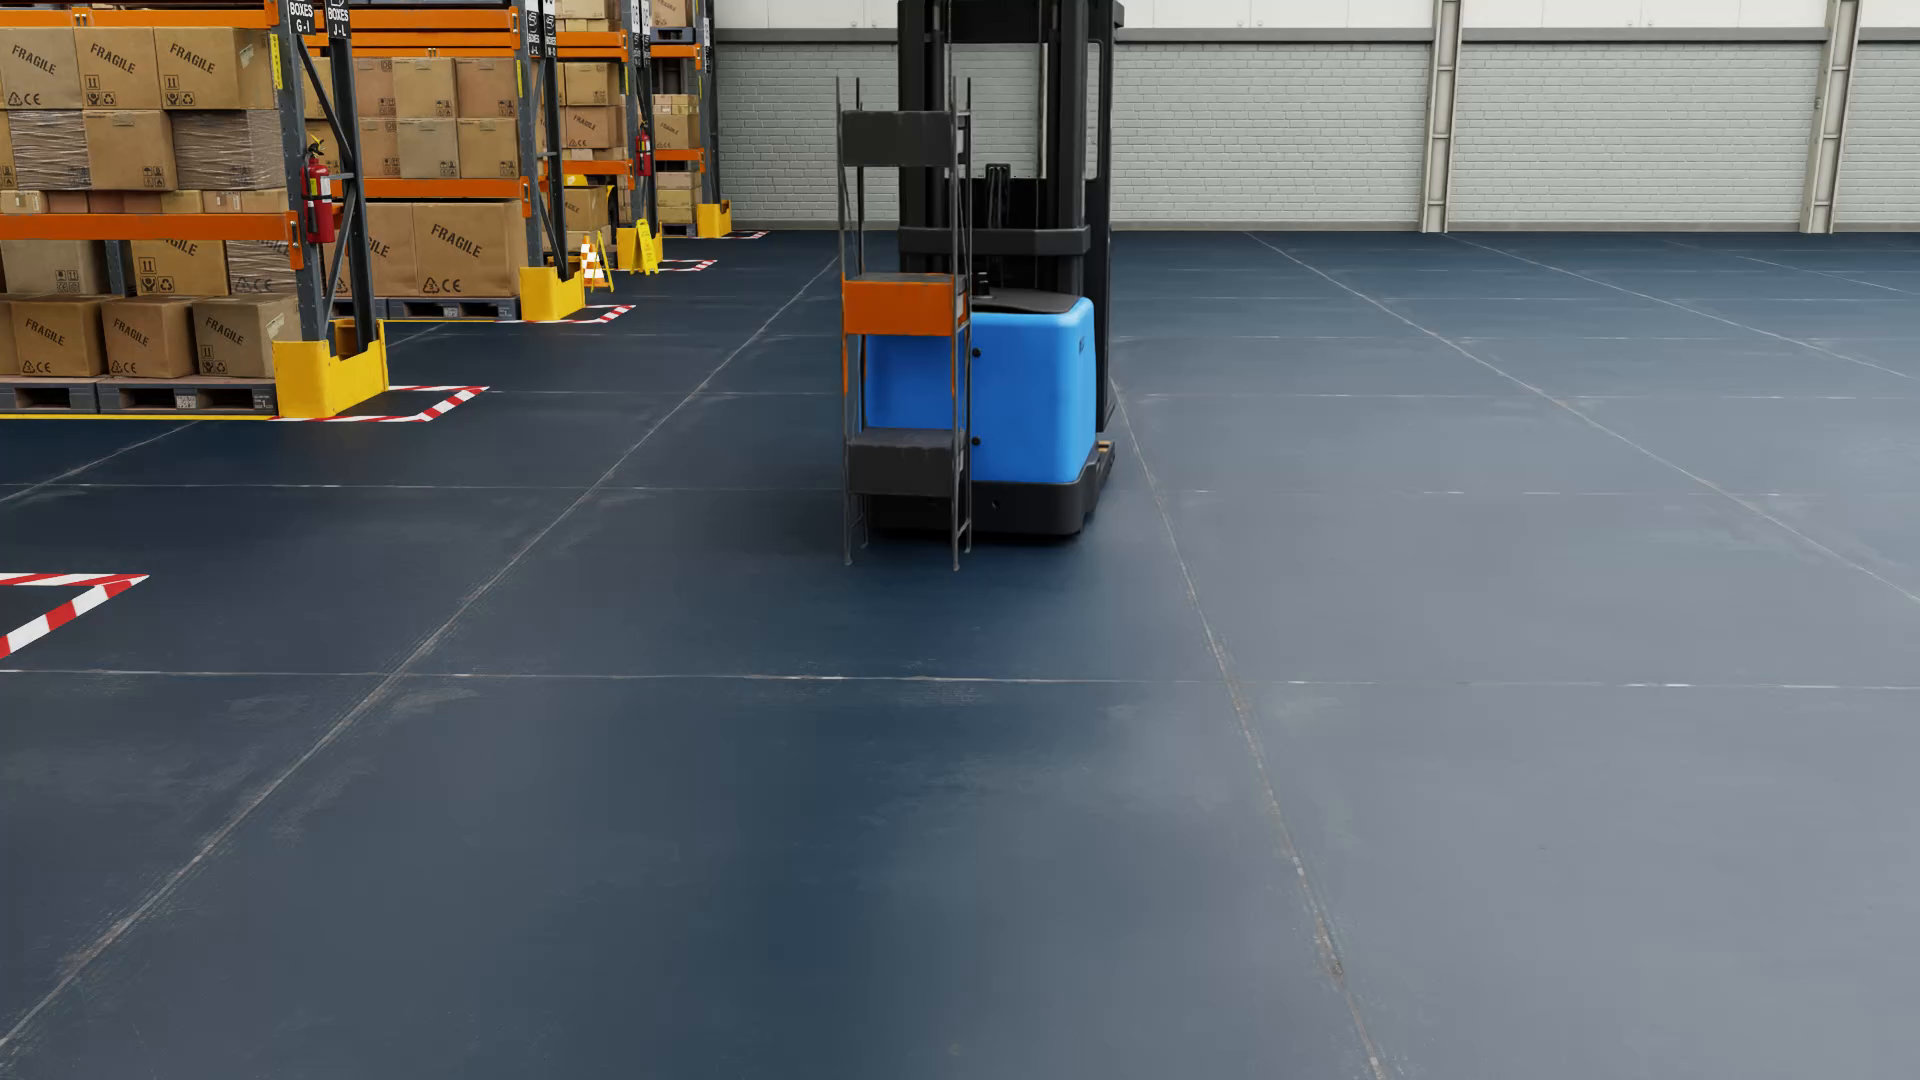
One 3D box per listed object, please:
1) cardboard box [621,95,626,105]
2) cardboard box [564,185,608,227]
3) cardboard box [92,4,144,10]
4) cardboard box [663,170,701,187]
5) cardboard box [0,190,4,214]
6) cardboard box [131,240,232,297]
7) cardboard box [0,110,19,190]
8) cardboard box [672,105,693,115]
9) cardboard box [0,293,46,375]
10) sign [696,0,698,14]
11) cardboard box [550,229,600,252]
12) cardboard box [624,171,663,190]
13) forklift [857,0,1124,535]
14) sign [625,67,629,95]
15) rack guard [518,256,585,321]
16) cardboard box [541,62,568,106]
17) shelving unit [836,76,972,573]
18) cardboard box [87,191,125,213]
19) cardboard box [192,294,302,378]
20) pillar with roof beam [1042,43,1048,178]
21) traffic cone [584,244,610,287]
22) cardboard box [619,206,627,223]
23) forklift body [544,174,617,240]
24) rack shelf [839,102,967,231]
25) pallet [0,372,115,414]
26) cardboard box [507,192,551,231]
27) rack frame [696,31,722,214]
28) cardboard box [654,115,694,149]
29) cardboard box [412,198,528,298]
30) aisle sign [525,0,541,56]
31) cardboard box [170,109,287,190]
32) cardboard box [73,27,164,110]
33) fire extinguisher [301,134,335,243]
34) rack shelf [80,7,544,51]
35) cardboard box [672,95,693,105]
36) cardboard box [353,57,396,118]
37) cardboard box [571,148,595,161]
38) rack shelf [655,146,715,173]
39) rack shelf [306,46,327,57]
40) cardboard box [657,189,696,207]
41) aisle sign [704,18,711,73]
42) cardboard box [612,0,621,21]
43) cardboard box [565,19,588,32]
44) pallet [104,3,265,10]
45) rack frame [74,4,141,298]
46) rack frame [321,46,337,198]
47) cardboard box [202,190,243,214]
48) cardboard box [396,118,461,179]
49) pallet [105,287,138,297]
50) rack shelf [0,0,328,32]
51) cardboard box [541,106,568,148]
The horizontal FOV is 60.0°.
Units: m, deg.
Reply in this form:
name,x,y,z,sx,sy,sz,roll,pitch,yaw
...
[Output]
name,x,y,z,sx,sy,sz,roll,pitch,yaw
cardboard box,-4.947,-6.650,25.114,0.250,0.149,0.380,0,15,2
cardboard box,-4.773,-4.232,21.098,0.500,0.500,0.500,0,15,0
cardboard box,-10.422,-6.470,20.401,0.637,0.503,0.797,0,15,1
cardboard box,-4.303,-5.595,25.772,0.500,0.250,0.500,0,15,1
cardboard box,-6.244,-2.223,10.879,0.250,0.149,0.380,0,15,1
cardboard box,-7.347,-2.837,16.055,0.875,0.875,0.875,1,15,2
cardboard box,-6.253,-2.589,10.994,0.500,0.500,0.875,0,15,1
cardboard box,-4.181,-6.479,25.050,0.250,0.149,0.380,1,15,2
cardboard box,-6.608,-1.415,11.400,0.500,0.500,0.500,-1,15,-4
sign,-3.855,-7.888,24.398,0.005,0.325,0.100,0,15,1
cardboard box,-4.789,-3.731,20.667,0.500,0.250,0.500,0,15,1
cardboard box,-4.806,-5.468,25.294,0.500,0.250,0.500,1,15,2
forklift,0.269,-1.769,8.800,1.130,2.935,3.031,2,15,9
sign,-3.984,-5.492,19.885,0.005,0.325,0.100,0,15,1
rack guard,-3.951,-2.449,16.141,0.348,0.500,1.175,0,15,1
cardboard box,-4.972,-5.549,20.253,0.500,0.500,0.700,1,15,2
shelving unit,-0.231,-0.933,7.261,0.503,2.100,0.431,2,15,9
cardboard box,-5.493,-2.229,10.901,0.250,0.149,0.380,0,15,1
cardboard box,-4.827,-1.396,11.327,0.500,0.500,0.500,3,15,12
pillar with roof beam,1.388,-8.184,21.221,0.400,9.000,9.100,0,15,1
traffic cone,-4.101,-3.082,18.616,0.334,0.463,0.336,0,15,1
cardboard box,-5.301,-4.993,25.453,0.500,0.250,0.500,1,15,2
forklift body,-5.769,-5.323,23.799,1.214,2.155,2.313,0,15,1
rack shelf,-0.231,-1.597,7.086,0.480,0.518,0.431,2,15,9
pallet,-6.307,-1.068,11.475,1.213,0.211,1.003,0,15,1
cardboard box,-5.279,-4.098,20.588,0.500,0.500,0.500,1,15,4
rack frame,-3.827,-6.186,25.408,0.127,3.000,1.000,0,15,1
cardboard box,-4.326,-6.171,25.153,0.500,0.500,0.500,0,15,0
cardboard box,-4.655,-2.821,15.993,0.875,0.875,0.875,0,15,2
aisle sign,-3.912,-4.837,15.199,0.004,0.787,0.394,0,15,1
cardboard box,-4.752,-2.596,11.020,0.500,0.500,0.875,0,15,1
cardboard box,-5.259,-3.011,10.634,0.500,0.500,0.500,0,15,1
fire extinguisher,-4.100,-2.237,10.592,0.183,0.674,0.296,0,15,1
rack shelf,-5.975,-4.773,15.581,4.000,0.370,1.077,0,15,1
cardboard box,-4.190,-6.641,25.079,0.250,0.149,0.380,0,15,2
cardboard box,-5.454,-4.283,15.782,0.550,0.550,0.875,0,15,1
cardboard box,-4.585,-4.720,20.343,0.250,0.149,0.380,0,15,1
rack shelf,-5.826,-5.851,25.549,4.000,0.370,1.077,0,15,1
rack shelf,-9.948,-6.062,20.467,4.000,0.370,1.077,0,15,1
cardboard box,-4.321,-5.225,25.351,0.500,0.250,0.500,0,15,1
aisle sign,-3.769,-7.368,24.790,0.004,0.787,0.394,0,15,1
cardboard box,-4.446,-6.513,20.478,0.500,0.250,0.500,0,15,0
cardboard box,-4.563,-6.173,19.972,0.250,0.149,0.380,0,15,2
pallet,-7.156,-5.083,15.519,1.213,0.211,1.003,0,15,1
rack frame,-7.974,-3.683,15.921,0.127,3.000,1.000,0,15,1
rack frame,-7.949,-4.946,20.708,0.127,3.000,1.000,0,15,1
cardboard box,-4.743,-2.223,10.877,0.250,0.149,0.380,0,15,1
cardboard box,-4.898,-3.719,15.761,0.550,0.550,0.875,0,15,1
pallet,-8.747,-2.321,16.223,1.213,0.211,1.003,0,15,1
rack shelf,-6.202,-3.509,10.789,4.000,0.370,1.077,0,15,1
cardboard box,-5.000,-5.050,20.323,0.500,0.500,0.500,0,15,2
